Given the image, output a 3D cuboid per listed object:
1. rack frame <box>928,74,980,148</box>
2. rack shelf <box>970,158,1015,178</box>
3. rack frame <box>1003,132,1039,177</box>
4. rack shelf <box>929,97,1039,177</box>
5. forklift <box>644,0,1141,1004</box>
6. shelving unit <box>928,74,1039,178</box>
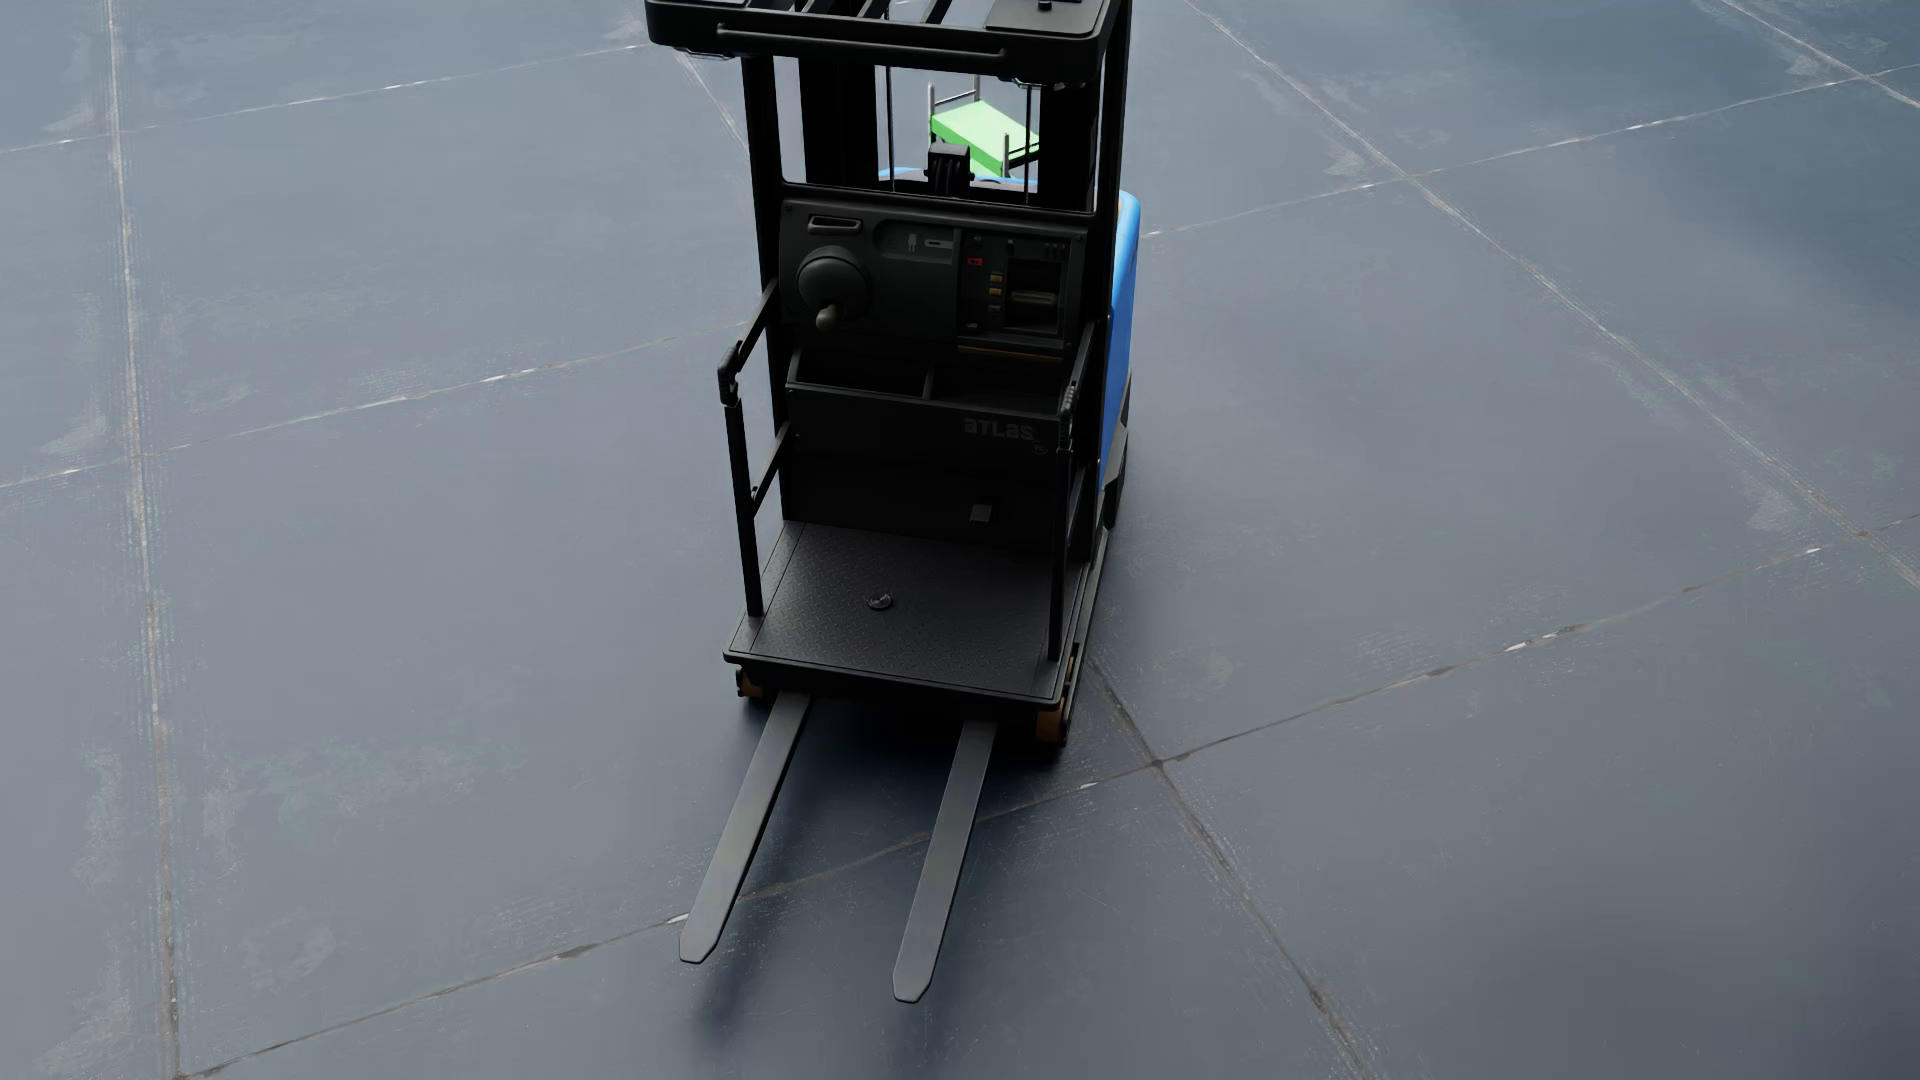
[{"bbox_3d":[-0.022,-1.354,6.905,0.240,1.200,0.015,-25,47,-26],"label":"rack frame"},{"bbox_3d":[0.120,-1.358,6.639,0.258,0.148,0.480,-25,47,-26],"label":"rack shelf"},{"bbox_3d":[0.261,-1.095,6.603,0.240,1.200,0.015,-25,47,-26],"label":"rack frame"},{"bbox_3d":[0.120,-1.540,6.482,0.258,0.148,0.480,-25,47,-26],"label":"rack shelf"},{"bbox_3d":[-0.130,-0.709,4.827,1.130,2.935,3.031,8,41,9],"label":"forklift"},{"bbox_3d":[0.120,-1.225,6.754,0.258,1.200,0.503,-25,47,-26],"label":"shelving unit"}]
